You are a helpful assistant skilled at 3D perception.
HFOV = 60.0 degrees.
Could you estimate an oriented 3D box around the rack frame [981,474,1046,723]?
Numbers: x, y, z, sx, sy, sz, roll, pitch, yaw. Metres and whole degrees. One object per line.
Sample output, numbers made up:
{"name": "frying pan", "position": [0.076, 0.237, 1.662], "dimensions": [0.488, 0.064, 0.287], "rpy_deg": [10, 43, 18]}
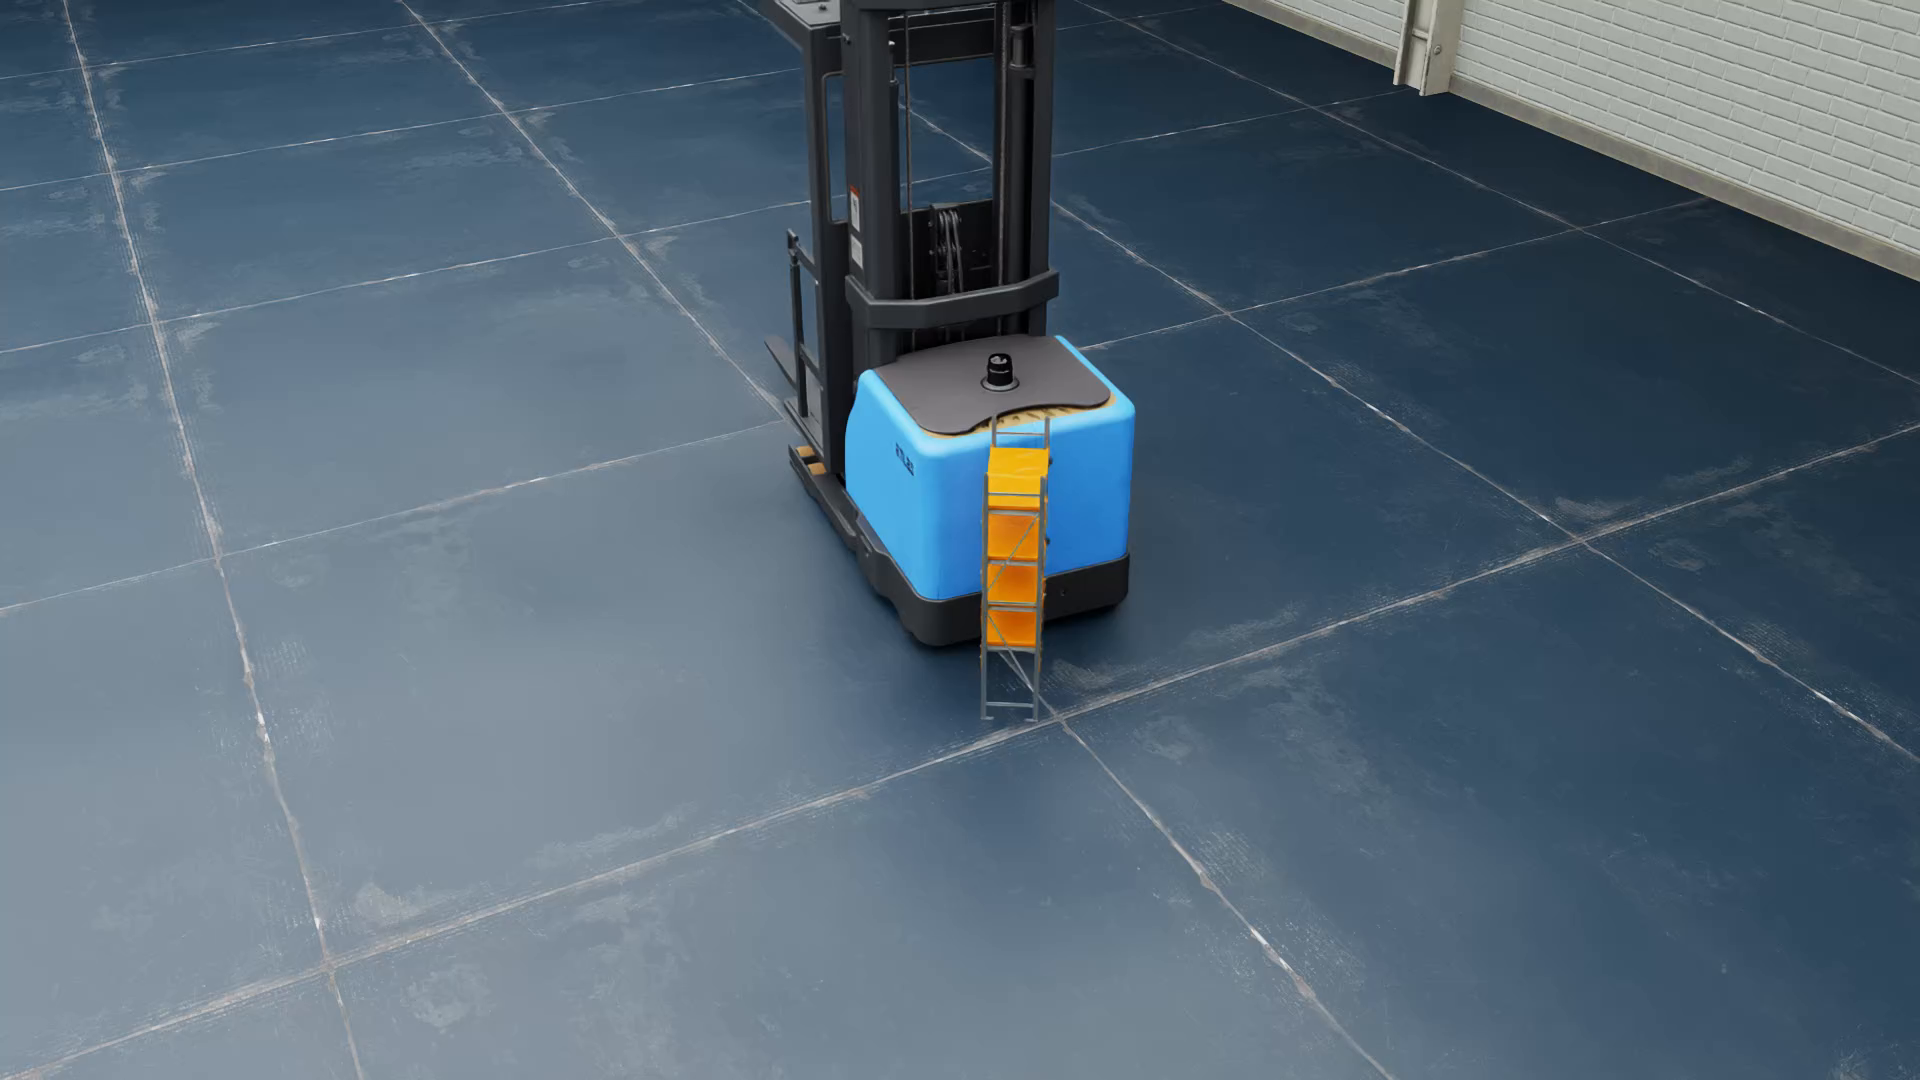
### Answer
{"name": "rack frame", "position": [0.210, 0.259, 6.733], "dimensions": [0.240, 1.200, 0.015], "rpy_deg": [3, 33, 4]}

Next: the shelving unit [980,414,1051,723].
{"name": "shelving unit", "position": [0.230, 0.128, 6.938], "dimensions": [0.258, 1.200, 0.503], "rpy_deg": [3, 33, 4]}

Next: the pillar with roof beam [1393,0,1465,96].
{"name": "pillar with roof beam", "position": [0.175, -6.616, 10.234], "dimensions": [9.100, 9.000, 0.400], "rpy_deg": [-16, 36, -23]}

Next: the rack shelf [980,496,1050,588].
{"name": "rack shelf", "position": [0.230, -0.004, 6.854], "dimensions": [0.258, 0.148, 0.480], "rpy_deg": [3, 33, 4]}

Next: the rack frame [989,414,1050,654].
{"name": "rack frame", "position": [0.250, -0.003, 7.143], "dimensions": [0.240, 1.200, 0.015], "rpy_deg": [3, 33, 4]}

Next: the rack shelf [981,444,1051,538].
{"name": "rack shelf", "position": [0.230, -0.203, 6.726], "dimensions": [0.258, 0.148, 0.480], "rpy_deg": [3, 33, 4]}

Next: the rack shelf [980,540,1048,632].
{"name": "rack shelf", "position": [0.230, 0.185, 6.974], "dimensions": [0.258, 0.148, 0.480], "rpy_deg": [3, 33, 4]}

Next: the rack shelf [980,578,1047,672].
{"name": "rack shelf", "position": [0.230, 0.352, 7.081], "dimensions": [0.258, 0.148, 0.480], "rpy_deg": [3, 33, 4]}

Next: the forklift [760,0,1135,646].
{"name": "forklift", "position": [-0.252, -1.547, 7.948], "dimensions": [1.130, 2.935, 3.031], "rpy_deg": [-13, 35, -19]}
